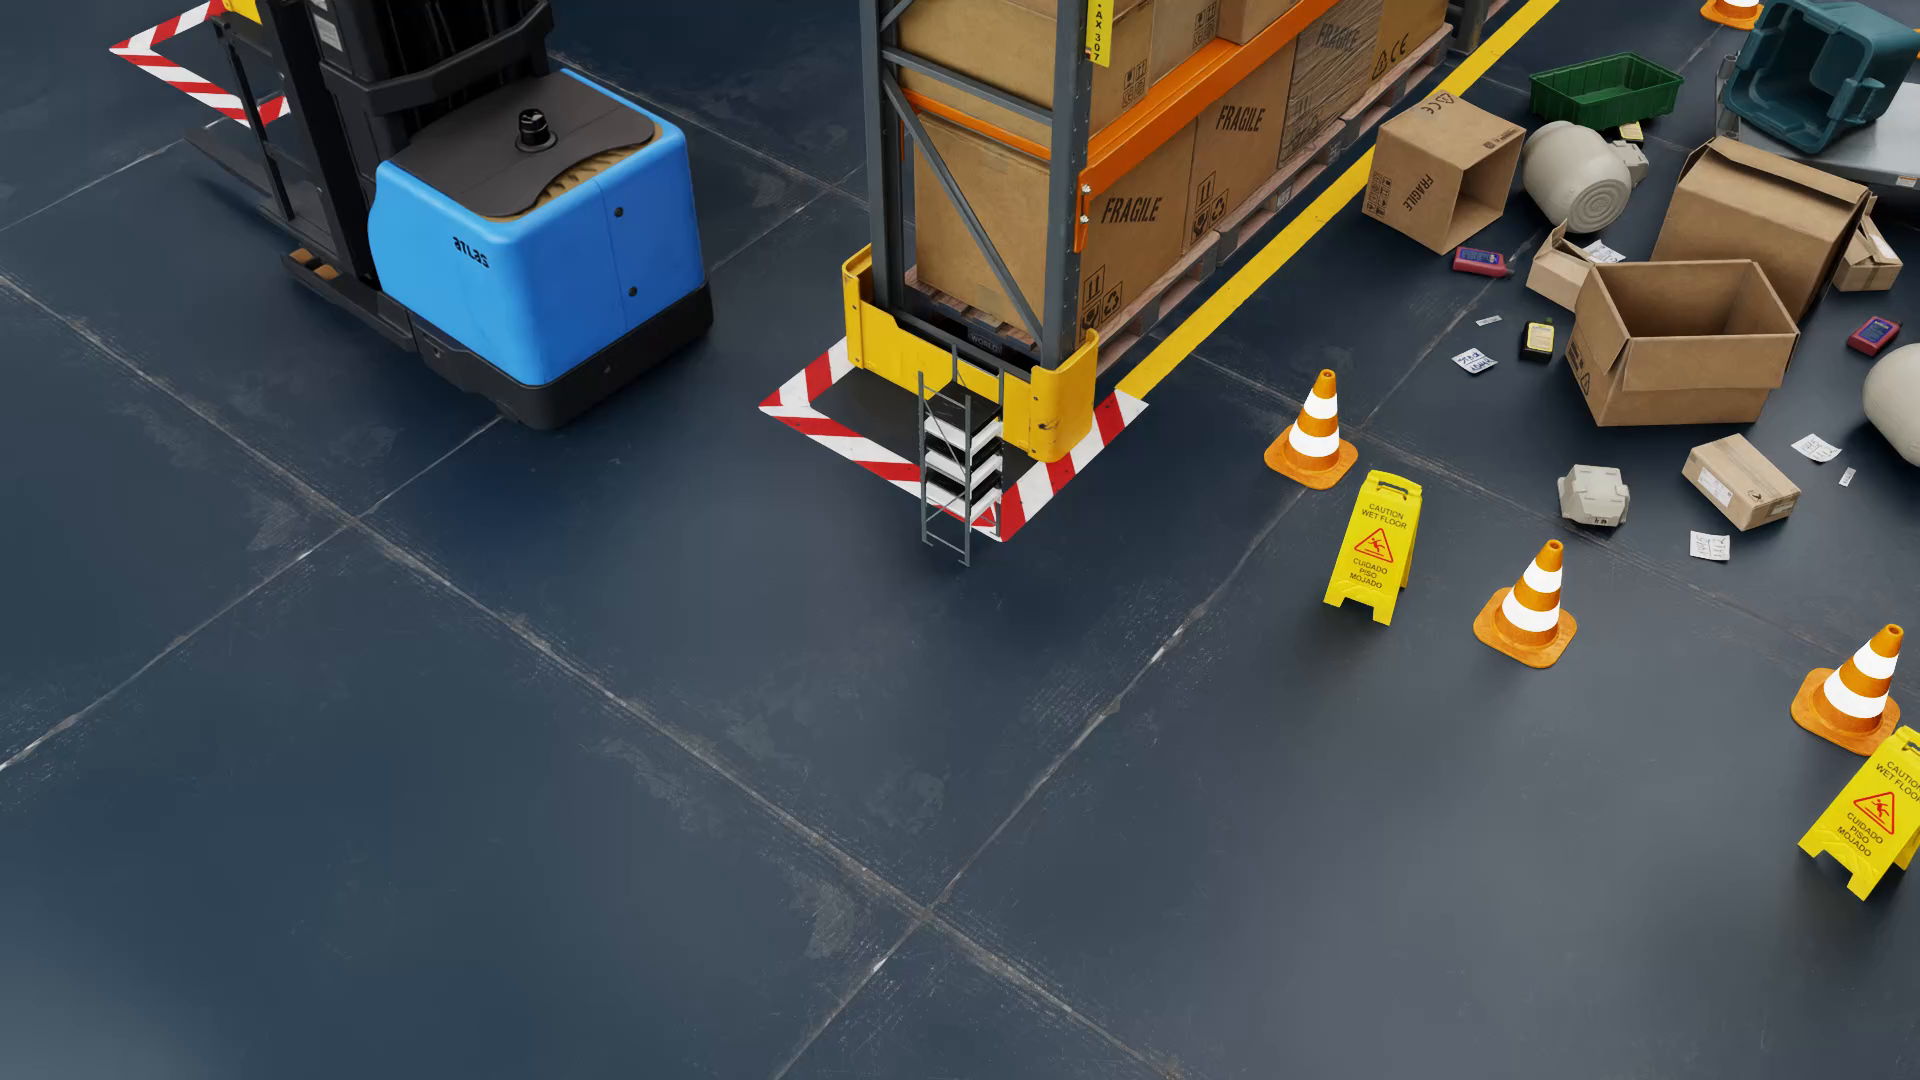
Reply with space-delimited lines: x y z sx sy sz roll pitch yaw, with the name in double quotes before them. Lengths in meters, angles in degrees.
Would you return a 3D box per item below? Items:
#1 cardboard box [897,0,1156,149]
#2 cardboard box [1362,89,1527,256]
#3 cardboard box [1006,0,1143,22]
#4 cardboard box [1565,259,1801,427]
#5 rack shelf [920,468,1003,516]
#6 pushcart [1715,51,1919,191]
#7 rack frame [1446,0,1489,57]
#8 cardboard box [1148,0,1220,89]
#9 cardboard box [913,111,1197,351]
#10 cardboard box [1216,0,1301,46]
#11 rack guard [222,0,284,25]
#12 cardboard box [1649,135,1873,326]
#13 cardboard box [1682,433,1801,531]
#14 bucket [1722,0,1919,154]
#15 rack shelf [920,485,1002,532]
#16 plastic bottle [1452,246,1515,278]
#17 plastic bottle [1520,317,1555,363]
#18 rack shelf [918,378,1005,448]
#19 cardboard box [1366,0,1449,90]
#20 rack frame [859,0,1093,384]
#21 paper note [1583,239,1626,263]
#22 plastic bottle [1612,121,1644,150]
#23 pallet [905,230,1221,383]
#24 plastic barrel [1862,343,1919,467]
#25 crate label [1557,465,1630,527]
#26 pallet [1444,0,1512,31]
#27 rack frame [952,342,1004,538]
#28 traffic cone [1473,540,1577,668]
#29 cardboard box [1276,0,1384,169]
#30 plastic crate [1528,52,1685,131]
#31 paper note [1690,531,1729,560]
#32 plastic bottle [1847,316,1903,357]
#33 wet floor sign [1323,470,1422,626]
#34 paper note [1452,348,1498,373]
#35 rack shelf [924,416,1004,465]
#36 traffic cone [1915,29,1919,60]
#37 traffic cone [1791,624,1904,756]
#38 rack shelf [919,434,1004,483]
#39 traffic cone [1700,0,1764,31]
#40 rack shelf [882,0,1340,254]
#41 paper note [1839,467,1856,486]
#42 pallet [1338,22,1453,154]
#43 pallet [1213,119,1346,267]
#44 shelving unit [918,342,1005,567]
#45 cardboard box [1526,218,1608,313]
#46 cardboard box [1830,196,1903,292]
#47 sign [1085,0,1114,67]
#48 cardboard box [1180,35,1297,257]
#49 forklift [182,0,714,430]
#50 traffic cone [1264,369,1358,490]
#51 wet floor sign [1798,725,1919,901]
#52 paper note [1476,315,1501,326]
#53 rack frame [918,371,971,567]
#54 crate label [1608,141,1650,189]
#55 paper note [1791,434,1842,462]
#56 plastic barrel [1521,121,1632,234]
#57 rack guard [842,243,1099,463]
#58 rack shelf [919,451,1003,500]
"cardboard box" 0.237 -1.998 6.481 0.875 0.550 0.550 29 53 25
"cardboard box" 2.355 -1.798 8.120 0.500 0.500 0.500 -33 55 -28
"cardboard box" 0.304 -2.334 6.055 0.875 0.550 0.550 29 53 25
"cardboard box" 3.096 -0.845 7.210 0.797 0.503 0.637 -2 46 -2
"rack shelf" 0.005 -0.230 6.518 0.258 0.077 0.200 29 53 25
"pushcart" 4.636 -1.946 8.348 1.648 0.377 0.936 13 48 12
"rack frame" 2.492 -4.003 8.499 1.000 3.000 0.127 29 53 25
"cardboard box" 0.556 -2.322 6.790 0.875 0.550 0.550 29 53 25
"cardboard box" 0.409 -1.542 7.328 0.875 0.875 0.875 29 53 25
"cardboard box" 0.998 -2.587 7.043 0.875 0.550 0.550 29 53 25
"rack guard" -3.770 -3.145 9.408 1.175 0.500 0.348 29 53 25
"cardboard box" 3.661 -1.431 7.675 0.797 0.637 0.503 29 53 25
"cardboard box" 3.228 -0.241 6.878 0.250 0.149 0.380 -17 49 -15
"bucket" 4.233 -2.300 8.085 0.620 0.611 0.726 -17 48 -29
"rack shelf" 0.005 -0.168 6.583 0.258 0.077 0.200 29 53 25
"plastic bottle" 2.517 -1.328 7.977 0.283 0.061 0.133 13 48 12
"plastic bottle" 2.641 -0.925 7.592 0.133 0.061 0.283 13 48 12
"rack shelf" 0.005 -0.479 6.258 0.258 0.077 0.200 29 53 25
"cardboard box" 2.052 -3.085 8.801 0.875 0.875 0.875 30 53 26
"rack frame" 0.046 -1.714 6.313 1.000 3.000 0.127 29 53 25
"paper note" 3.110 -1.388 8.061 0.155 0.023 0.172 -25 51 -22
"plastic bottle" 3.517 -2.162 8.773 0.133 0.061 0.283 6 47 5
"pallet" 0.473 -1.243 7.791 1.003 0.211 1.213 29 53 25
"plastic barrel" 4.090 -0.545 6.978 0.421 0.421 0.512 -9 47 -8
"crate label" 2.613 -0.184 6.831 0.250 0.136 0.298 6 47 5
"pallet" 2.904 -3.514 9.961 1.003 0.211 1.213 29 53 25
"rack frame" 0.067 -0.374 6.484 0.240 0.900 0.006 29 53 25
"traffic cone" 2.181 0.180 6.258 0.336 0.463 0.334 29 53 25
"cardboard box" 1.504 -2.567 8.307 0.875 0.875 0.875 30 53 25
"plastic crate" 3.422 -2.373 8.847 0.662 0.188 0.450 -17 39 -15
"paper note" 3.028 0.021 6.708 0.148 0.019 0.142 13 48 12
"plastic bottle" 4.198 -0.948 7.613 0.283 0.061 0.133 -33 55 -28
"wet floor sign" 1.596 -0.009 6.312 0.267 0.644 0.232 21 50 19
"paper note" 2.323 -0.811 7.504 0.142 0.017 0.144 -25 51 -22
"rack shelf" 0.005 -0.417 6.323 0.258 0.077 0.200 29 53 25
"traffic cone" 5.507 -2.932 9.231 0.336 0.463 0.334 29 53 25
"traffic cone" 3.267 0.477 5.975 0.336 0.463 0.334 29 53 25
"rack shelf" 0.005 -0.355 6.388 0.258 0.077 0.200 29 53 25
"traffic cone" 4.507 -3.226 9.512 0.336 0.463 0.334 29 53 25
"rack shelf" 1.269 -2.610 7.666 1.077 0.370 4.000 29 53 25
"paper note" 3.735 -0.266 6.997 0.032 0.001 0.123 29 53 25
"pallet" 1.965 -2.639 9.125 1.003 0.211 1.213 29 53 25
"pallet" 1.220 -1.938 8.455 1.003 0.211 1.213 29 53 25
"shelving unit" 0.005 -0.315 6.429 0.258 0.900 0.210 29 53 25
"cardboard box" 2.899 -1.260 7.770 0.258 0.266 0.396 -33 55 -28
"cardboard box" 4.274 -1.410 7.914 0.258 0.266 0.396 -2 46 -2
"sign" 0.482 -1.791 5.733 0.100 0.325 0.005 29 53 25
"cardboard box" 0.945 -2.047 7.810 0.875 0.875 0.875 28 53 24
"forklift" -2.574 -2.398 7.014 3.031 2.935 1.130 32 54 27
"traffic cone" 1.495 -0.514 6.921 0.336 0.463 0.334 29 53 25
"wet floor sign" 3.062 0.866 5.477 0.232 0.644 0.267 -25 51 -22
"paper note" 2.454 -1.018 7.716 0.123 0.001 0.032 -17 49 -15
"rack frame" -0.057 -0.257 6.373 0.240 0.900 0.006 29 53 25
"crate label" 3.351 -1.923 8.492 0.298 0.136 0.250 -2 46 -2
"paper note" 3.666 -0.394 7.114 0.142 0.019 0.148 -25 51 -22
"plastic barrel" 3.012 -1.785 8.163 0.421 0.421 0.512 -9 47 -8
"rack guard" 0.032 -0.837 7.204 1.175 0.500 0.348 29 53 25
"rack shelf" 0.005 -0.292 6.453 0.258 0.077 0.200 29 53 25
